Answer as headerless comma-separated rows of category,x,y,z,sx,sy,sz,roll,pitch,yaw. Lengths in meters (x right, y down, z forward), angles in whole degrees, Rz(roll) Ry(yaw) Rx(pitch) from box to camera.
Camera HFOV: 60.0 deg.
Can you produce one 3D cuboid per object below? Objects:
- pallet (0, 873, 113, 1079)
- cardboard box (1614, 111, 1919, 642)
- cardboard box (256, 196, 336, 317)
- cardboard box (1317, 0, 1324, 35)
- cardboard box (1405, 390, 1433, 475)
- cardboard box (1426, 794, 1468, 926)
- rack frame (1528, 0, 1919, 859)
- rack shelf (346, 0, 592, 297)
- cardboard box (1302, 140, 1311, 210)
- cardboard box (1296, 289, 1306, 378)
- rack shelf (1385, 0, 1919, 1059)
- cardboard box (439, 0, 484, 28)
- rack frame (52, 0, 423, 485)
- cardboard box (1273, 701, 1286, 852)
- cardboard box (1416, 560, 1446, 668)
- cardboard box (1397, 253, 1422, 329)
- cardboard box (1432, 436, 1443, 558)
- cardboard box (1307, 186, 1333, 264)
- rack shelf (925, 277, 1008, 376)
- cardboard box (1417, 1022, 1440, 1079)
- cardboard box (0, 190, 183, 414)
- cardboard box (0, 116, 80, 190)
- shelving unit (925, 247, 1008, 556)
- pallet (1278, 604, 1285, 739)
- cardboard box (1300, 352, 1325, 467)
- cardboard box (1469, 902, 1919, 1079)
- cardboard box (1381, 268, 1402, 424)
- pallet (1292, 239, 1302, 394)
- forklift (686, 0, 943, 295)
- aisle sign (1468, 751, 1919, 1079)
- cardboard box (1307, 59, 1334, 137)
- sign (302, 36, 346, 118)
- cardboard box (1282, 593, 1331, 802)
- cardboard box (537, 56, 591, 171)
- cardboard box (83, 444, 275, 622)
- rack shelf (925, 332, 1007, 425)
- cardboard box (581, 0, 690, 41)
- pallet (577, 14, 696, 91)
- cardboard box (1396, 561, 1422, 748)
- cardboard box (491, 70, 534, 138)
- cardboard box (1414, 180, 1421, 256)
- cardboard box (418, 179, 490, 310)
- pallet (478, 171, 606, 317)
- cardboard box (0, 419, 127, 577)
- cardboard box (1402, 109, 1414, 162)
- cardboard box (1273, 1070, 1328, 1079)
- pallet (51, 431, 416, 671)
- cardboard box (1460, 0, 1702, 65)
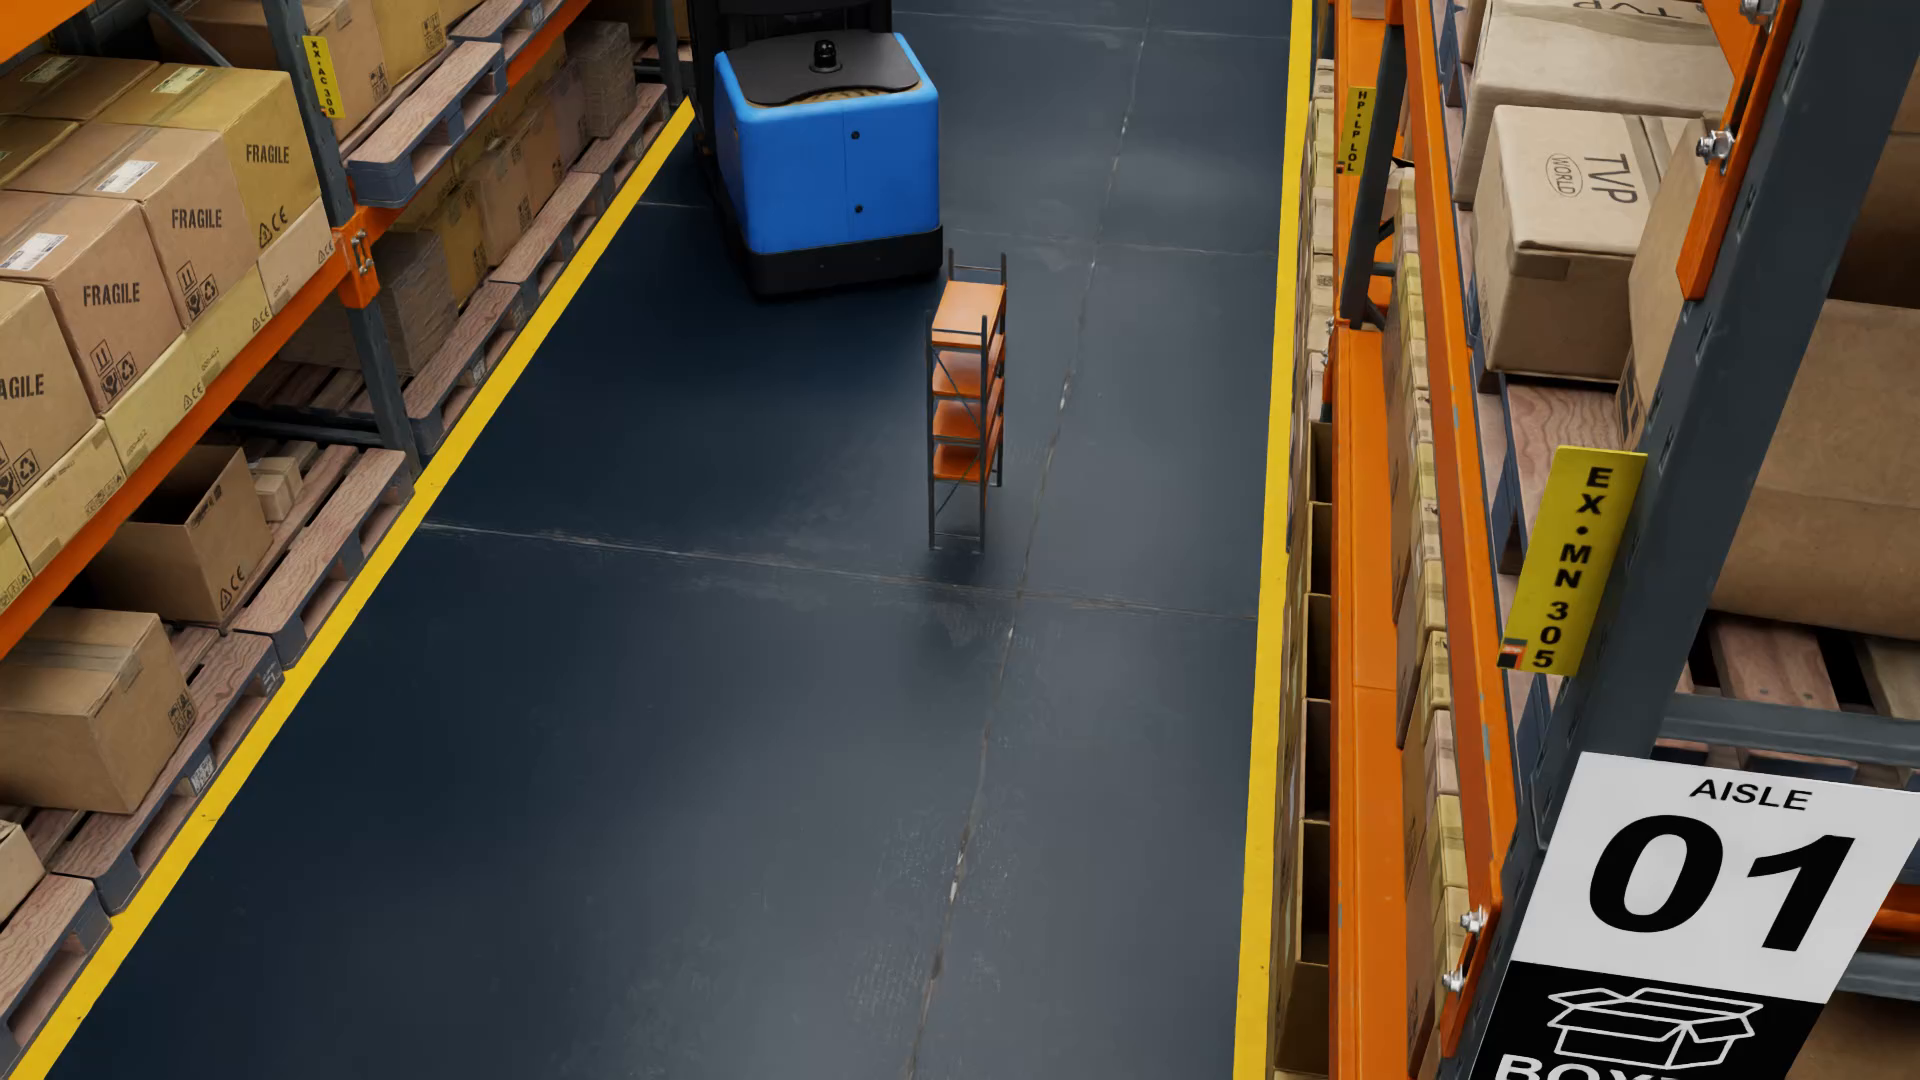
pallet,-3.472,1.543,5.218,1.003,0.211,1.213,6,40,8
cardboard box,1.323,-0.206,2.271,0.797,0.503,0.637,9,40,11
cardboard box,-2.752,-1.108,6.338,0.500,0.250,0.500,6,40,8
cardboard box,2.624,-3.599,10.865,0.500,0.500,0.500,5,40,6
cardboard box,1.455,-0.277,4.643,0.380,0.149,0.250,5,40,6
cardboard box,1.186,0.692,3.472,0.380,0.149,0.250,6,40,7
rack frame,1.219,-0.746,1.090,1.000,3.000,0.127,6,40,8
rack shelf,-2.622,-2.466,8.443,1.077,0.370,4.000,6,40,8
cardboard box,2.138,-1.945,9.077,0.500,0.250,0.500,5,40,6
cardboard box,1.875,-0.977,7.906,0.500,0.250,0.500,7,40,9
rack shelf,1.565,-0.568,3.794,1.077,0.370,4.000,6,40,8
cardboard box,-2.660,-2.779,7.833,0.700,0.500,0.500,12,41,14
rack frame,-2.968,-1.488,6.696,1.000,3.000,0.127,6,40,8
cardboard box,1.349,0.837,5.711,0.500,0.250,0.500,6,40,8
cardboard box,1.320,0.204,4.062,0.380,0.149,0.250,7,40,9
cardboard box,1.588,-0.766,5.235,0.380,0.149,0.250,5,40,7
cardboard box,1.580,-0.259,4.113,0.700,0.500,0.500,6,40,8
cardboard box,1.962,-1.504,8.103,0.500,0.311,0.500,6,40,7
rack shelf,0.029,-0.869,6.743,0.258,0.148,0.480,6,40,8
cardboard box,1.313,1.236,3.323,0.700,0.500,0.500,6,40,8
cardboard box,-2.924,-0.768,5.338,0.500,0.500,0.500,5,40,6
cardboard box,-3.349,-1.131,5.778,0.500,0.500,0.500,6,40,7
shelving unit,0.029,-0.566,6.993,0.258,1.200,0.503,6,40,8
pallet,1.732,0.625,6.329,1.003,0.211,1.213,6,40,8
cardboard box,1.699,-0.549,6.948,0.500,0.311,0.500,6,40,8
cardboard box,1.322,0.703,2.950,0.700,0.500,0.500,7,40,8
cardboard box,1.841,-0.704,5.669,0.700,0.500,0.500,5,40,7
pallet,2.209,-1.104,8.420,1.003,0.211,1.213,6,40,8
forklift,-0.982,-3.357,9.010,1.130,2.935,3.031,-10,41,-12
aisle sign,0.919,0.573,2.163,0.394,0.787,0.004,6,40,8
cardboard box,2.224,-2.477,9.280,0.500,0.311,0.500,8,40,9
sign,-2.432,-1.767,6.354,0.100,0.325,0.005,6,40,8
cardboard box,1.350,0.548,5.472,0.500,0.500,0.500,6,40,8
cardboard box,-2.553,-2.437,9.460,0.700,0.500,0.500,6,40,8
cardboard box,-3.108,-0.039,6.559,0.500,0.500,0.500,4,40,4
rack shelf,0.029,-0.687,6.894,0.258,0.148,0.480,6,40,8
cardboard box,-2.020,-3.779,10.824,0.750,0.750,0.750,6,40,7
pallet,-2.065,-3.410,11.209,1.003,0.211,1.213,6,40,8
cardboard box,1.578,0.264,4.498,0.700,0.500,0.500,8,40,9
cardboard box,-2.594,-2.362,8.781,0.500,0.250,0.500,6,40,7
cardboard box,1.841,-1.204,5.255,0.700,0.500,0.500,7,40,8
cardboard box,-2.817,-1.488,8.312,0.700,0.500,0.500,6,40,7
pallet,-2.626,-1.670,9.105,1.003,0.211,1.213,6,40,8
cardboard box,-3.004,-0.163,5.195,0.500,0.250,0.500,7,40,8
cardboard box,2.151,-1.794,6.987,0.500,0.500,0.500,9,40,11
cardboard box,1.096,1.779,4.572,0.500,0.250,0.500,6,40,8
pallet,-3.050,0.012,7.070,1.003,0.211,1.213,6,40,8
cardboard box,1.502,-1.336,3.638,0.797,0.503,0.637,11,41,13
